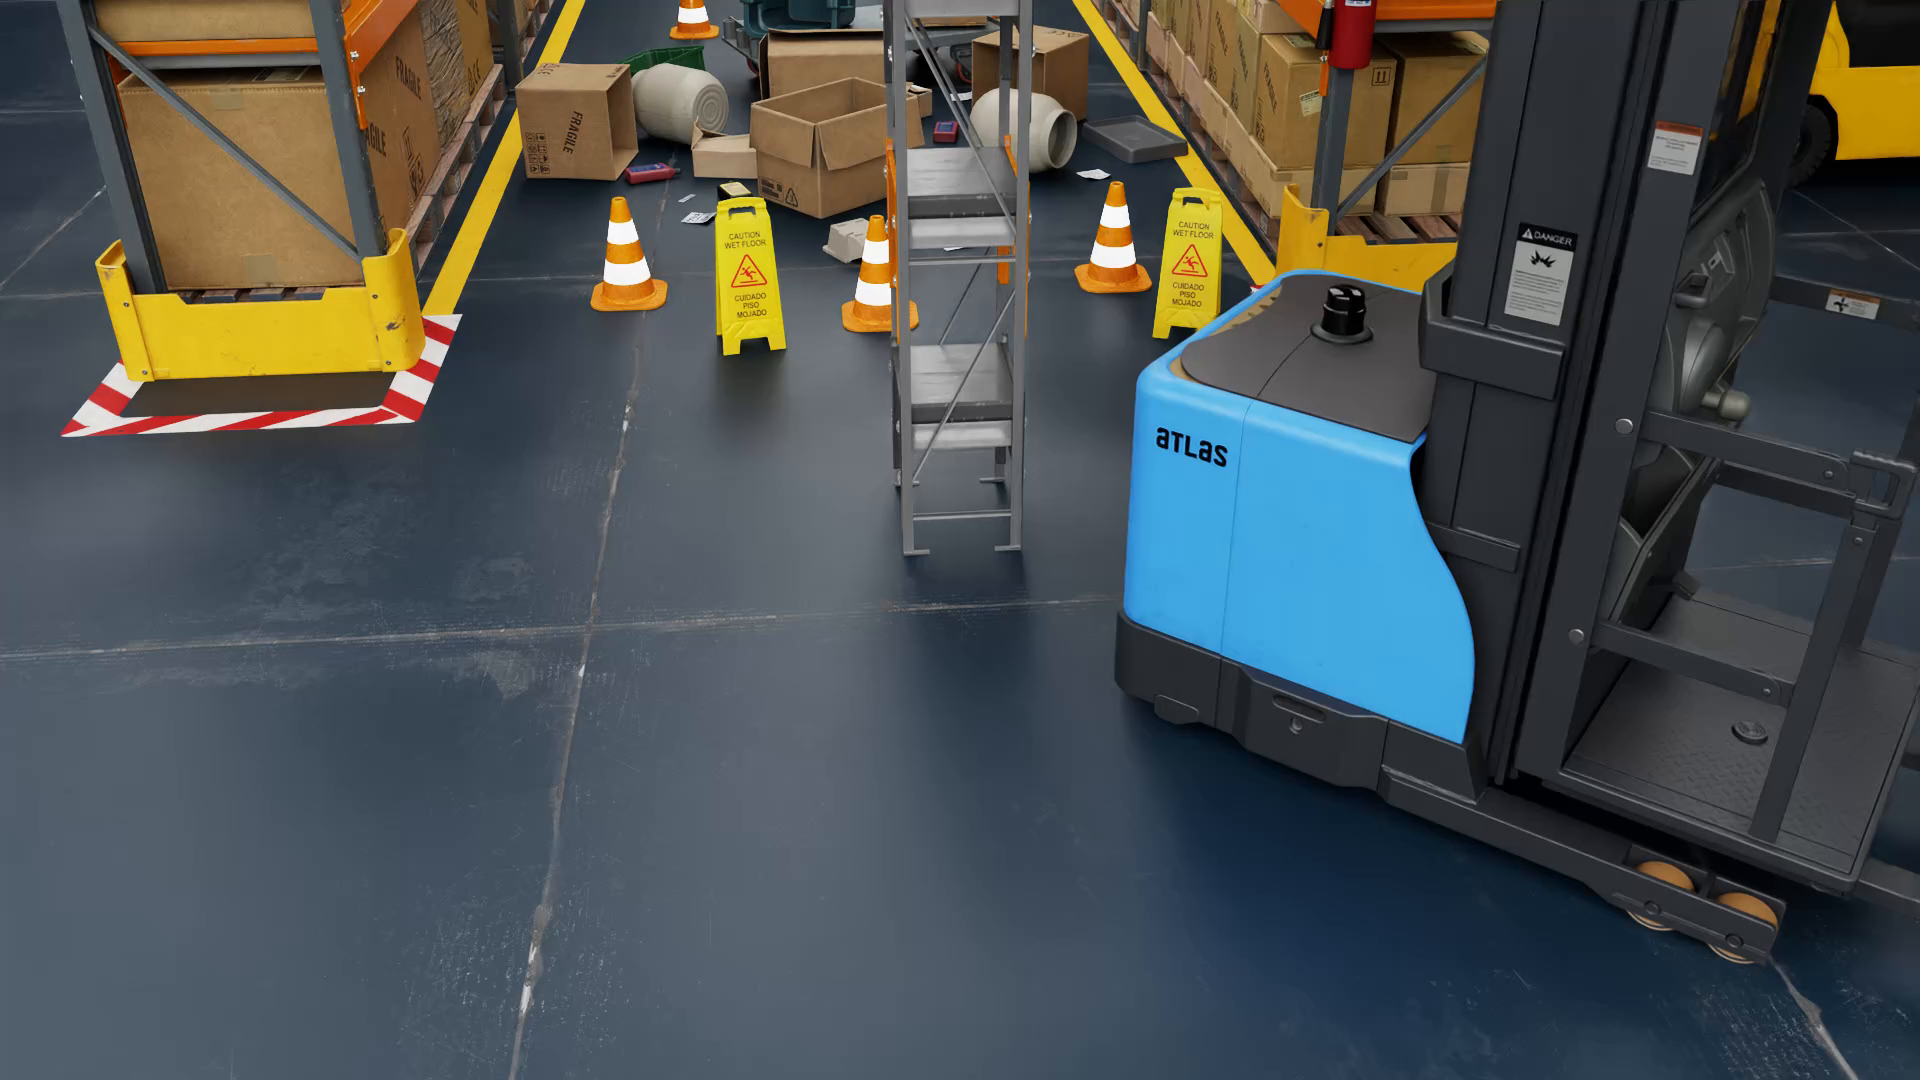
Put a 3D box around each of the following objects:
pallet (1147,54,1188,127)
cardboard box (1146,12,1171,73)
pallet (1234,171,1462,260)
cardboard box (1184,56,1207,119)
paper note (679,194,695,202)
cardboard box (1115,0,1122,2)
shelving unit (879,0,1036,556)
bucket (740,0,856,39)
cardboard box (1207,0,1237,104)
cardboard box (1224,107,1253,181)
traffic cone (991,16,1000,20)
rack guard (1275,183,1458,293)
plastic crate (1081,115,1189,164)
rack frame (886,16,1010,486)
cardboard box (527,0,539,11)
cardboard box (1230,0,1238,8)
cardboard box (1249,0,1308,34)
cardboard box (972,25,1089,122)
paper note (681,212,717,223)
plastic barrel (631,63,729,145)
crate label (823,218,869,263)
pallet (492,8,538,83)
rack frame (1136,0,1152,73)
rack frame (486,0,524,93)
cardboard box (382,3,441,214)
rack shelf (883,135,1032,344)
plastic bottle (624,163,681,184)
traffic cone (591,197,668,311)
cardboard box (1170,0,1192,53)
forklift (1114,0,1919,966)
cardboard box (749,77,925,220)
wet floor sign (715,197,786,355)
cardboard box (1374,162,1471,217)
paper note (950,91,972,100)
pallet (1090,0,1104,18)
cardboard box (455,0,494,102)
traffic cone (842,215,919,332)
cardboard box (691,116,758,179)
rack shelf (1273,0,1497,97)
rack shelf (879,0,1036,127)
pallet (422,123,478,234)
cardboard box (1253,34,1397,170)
[{"bbox_3d":[1.766,-2.858,10.328,1.003,0.211,1.213,-3,31,-5],"label":"pallet"},{"bbox_3d":[1.454,-3.082,10.256,0.500,0.250,0.500,-4,31,-7],"label":"cardboard box"},{"bbox_3d":[1.994,-1.612,8.243,1.003,0.211,1.213,-3,31,-5],"label":"pallet"},{"bbox_3d":[1.567,-2.539,9.347,0.500,0.250,0.500,-3,31,-5],"label":"cardboard box"},{"bbox_3d":[-1.437,-1.799,8.752,0.032,0.001,0.123,13,33,21],"label":"paper note"},{"bbox_3d":[1.546,-4.083,11.813,0.950,0.372,0.625,-1,31,-1],"label":"cardboard box"},{"bbox_3d":[-0.015,-0.986,5.353,0.431,2.100,0.503,-3,31,-5],"label":"shelving unit"},{"bbox_3d":[-0.943,-3.395,10.219,0.726,0.611,0.620,8,22,13],"label":"bucket"},{"bbox_3d":[1.615,-2.596,8.712,0.500,0.500,0.500,-3,31,-6],"label":"cardboard box"},{"bbox_3d":[1.658,-2.018,8.476,0.500,0.250,0.500,-3,31,-4],"label":"cardboard box"},{"bbox_3d":[0.158,-3.873,11.783,0.336,0.463,0.334,-3,31,-5],"label":"traffic cone"},{"bbox_3d":[2.034,-1.319,7.471,1.175,0.500,0.348,-3,31,-5],"label":"rack guard"},{"bbox_3d":[0.998,-2.302,9.525,0.402,0.080,0.583,-14,33,-22],"label":"plastic crate"},{"bbox_3d":[-0.038,-1.111,5.562,0.400,2.100,0.015,-3,31,-5],"label":"rack frame"},{"bbox_3d":[-3.485,-4.127,11.518,1.050,0.750,0.750,-3,31,-5],"label":"cardboard box"},{"bbox_3d":[1.563,-2.798,8.417,0.380,0.149,0.250,-1,31,-2],"label":"cardboard box"},{"bbox_3d":[1.606,-2.535,7.976,0.380,0.149,0.250,-2,31,-3],"label":"cardboard box"},{"bbox_3d":[0.413,-2.712,9.800,0.500,0.500,0.500,20,36,29],"label":"cardboard box"},{"bbox_3d":[-1.330,-1.650,8.485,0.144,0.017,0.142,8,32,13],"label":"paper note"},{"bbox_3d":[-1.618,-2.495,9.515,0.512,0.421,0.421,20,36,29],"label":"plastic barrel"},{"bbox_3d":[-0.492,-1.454,8.051,0.250,0.136,0.298,-20,36,-30],"label":"crate label"},{"bbox_3d":[-3.398,-3.300,11.070,1.003,0.211,1.213,-3,31,-5],"label":"pallet"},{"bbox_3d":[1.668,-4.396,10.184,1.000,3.000,0.127,-3,31,-5],"label":"rack frame"},{"bbox_3d":[-3.251,-4.107,9.701,1.000,3.000,0.127,-3,31,-5],"label":"rack frame"},{"bbox_3d":[-3.091,-2.125,8.045,0.875,0.875,0.875,-3,31,-5],"label":"cardboard box"},{"bbox_3d":[-0.015,-0.974,5.360,0.431,0.518,0.480,-3,31,-5],"label":"rack shelf"},{"bbox_3d":[-1.666,-1.995,9.030,0.283,0.061,0.133,-14,33,-22],"label":"plastic bottle"},{"bbox_3d":[-1.513,-1.315,7.500,0.336,0.463,0.334,-3,31,-5],"label":"traffic cone"},{"bbox_3d":[1.516,-3.131,9.607,0.500,0.500,0.500,-2,31,-3],"label":"cardboard box"},{"bbox_3d":[1.951,-0.544,3.803,3.031,2.935,1.130,20,36,30],"label":"forklift"},{"bbox_3d":[-0.643,-2.057,8.704,0.637,0.503,0.797,27,40,37],"label":"cardboard box"},{"bbox_3d":[-0.903,-1.134,7.020,0.267,0.644,0.232,-8,32,-13],"label":"wet floor sign"},{"bbox_3d":[2.241,-1.779,8.075,0.500,0.250,0.500,-3,31,-5],"label":"cardboard box"},{"bbox_3d":[0.019,-2.769,10.356,0.148,0.019,0.142,-3,31,-5],"label":"paper note"},{"bbox_3d":[1.476,-4.221,12.610,1.003,0.211,1.213,-3,31,-5],"label":"pallet"},{"bbox_3d":[-3.262,-3.051,9.595,0.875,0.875,0.875,-2,31,-4],"label":"cardboard box"},{"bbox_3d":[-0.356,-1.196,7.300,0.336,0.463,0.334,-3,31,-5],"label":"traffic cone"},{"bbox_3d":[-1.257,-2.144,9.081,0.396,0.266,0.258,2,31,4],"label":"cardboard box"},{"bbox_3d":[1.855,-3.066,8.659,1.077,0.370,4.000,-3,31,-5],"label":"rack shelf"},{"bbox_3d":[-0.015,-1.575,5.001,0.431,0.518,0.480,-3,31,-5],"label":"rack shelf"},{"bbox_3d":[-3.141,-1.894,8.715,1.003,0.211,1.213,-3,31,-5],"label":"pallet"},{"bbox_3d":[1.707,-2.072,7.834,0.500,0.500,0.500,-3,31,-4],"label":"cardboard box"}]
